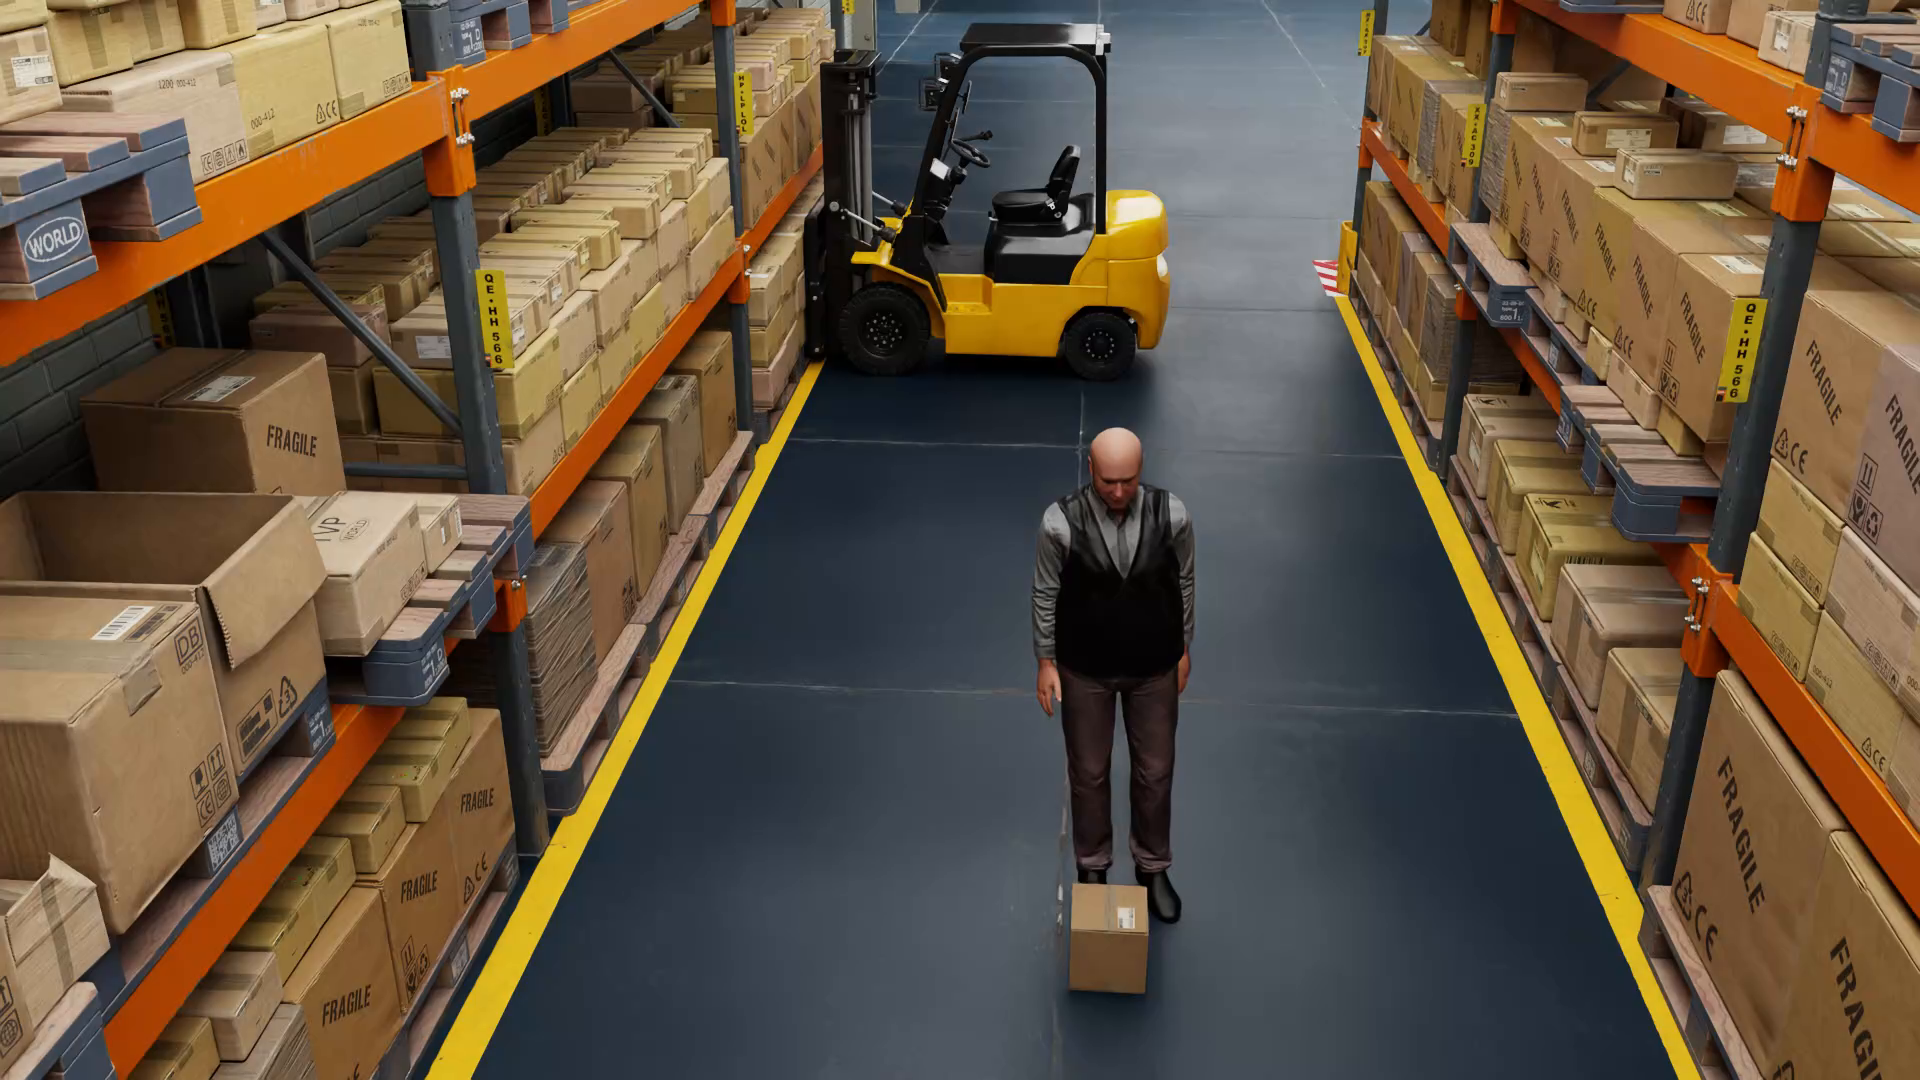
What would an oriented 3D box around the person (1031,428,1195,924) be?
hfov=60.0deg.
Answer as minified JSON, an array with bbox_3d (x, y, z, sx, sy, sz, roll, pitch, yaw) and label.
[{"bbox_3d":[0.518,0.464,5.601,0.557,1.752,0.446,-1,24,-2],"label":"person"}]
